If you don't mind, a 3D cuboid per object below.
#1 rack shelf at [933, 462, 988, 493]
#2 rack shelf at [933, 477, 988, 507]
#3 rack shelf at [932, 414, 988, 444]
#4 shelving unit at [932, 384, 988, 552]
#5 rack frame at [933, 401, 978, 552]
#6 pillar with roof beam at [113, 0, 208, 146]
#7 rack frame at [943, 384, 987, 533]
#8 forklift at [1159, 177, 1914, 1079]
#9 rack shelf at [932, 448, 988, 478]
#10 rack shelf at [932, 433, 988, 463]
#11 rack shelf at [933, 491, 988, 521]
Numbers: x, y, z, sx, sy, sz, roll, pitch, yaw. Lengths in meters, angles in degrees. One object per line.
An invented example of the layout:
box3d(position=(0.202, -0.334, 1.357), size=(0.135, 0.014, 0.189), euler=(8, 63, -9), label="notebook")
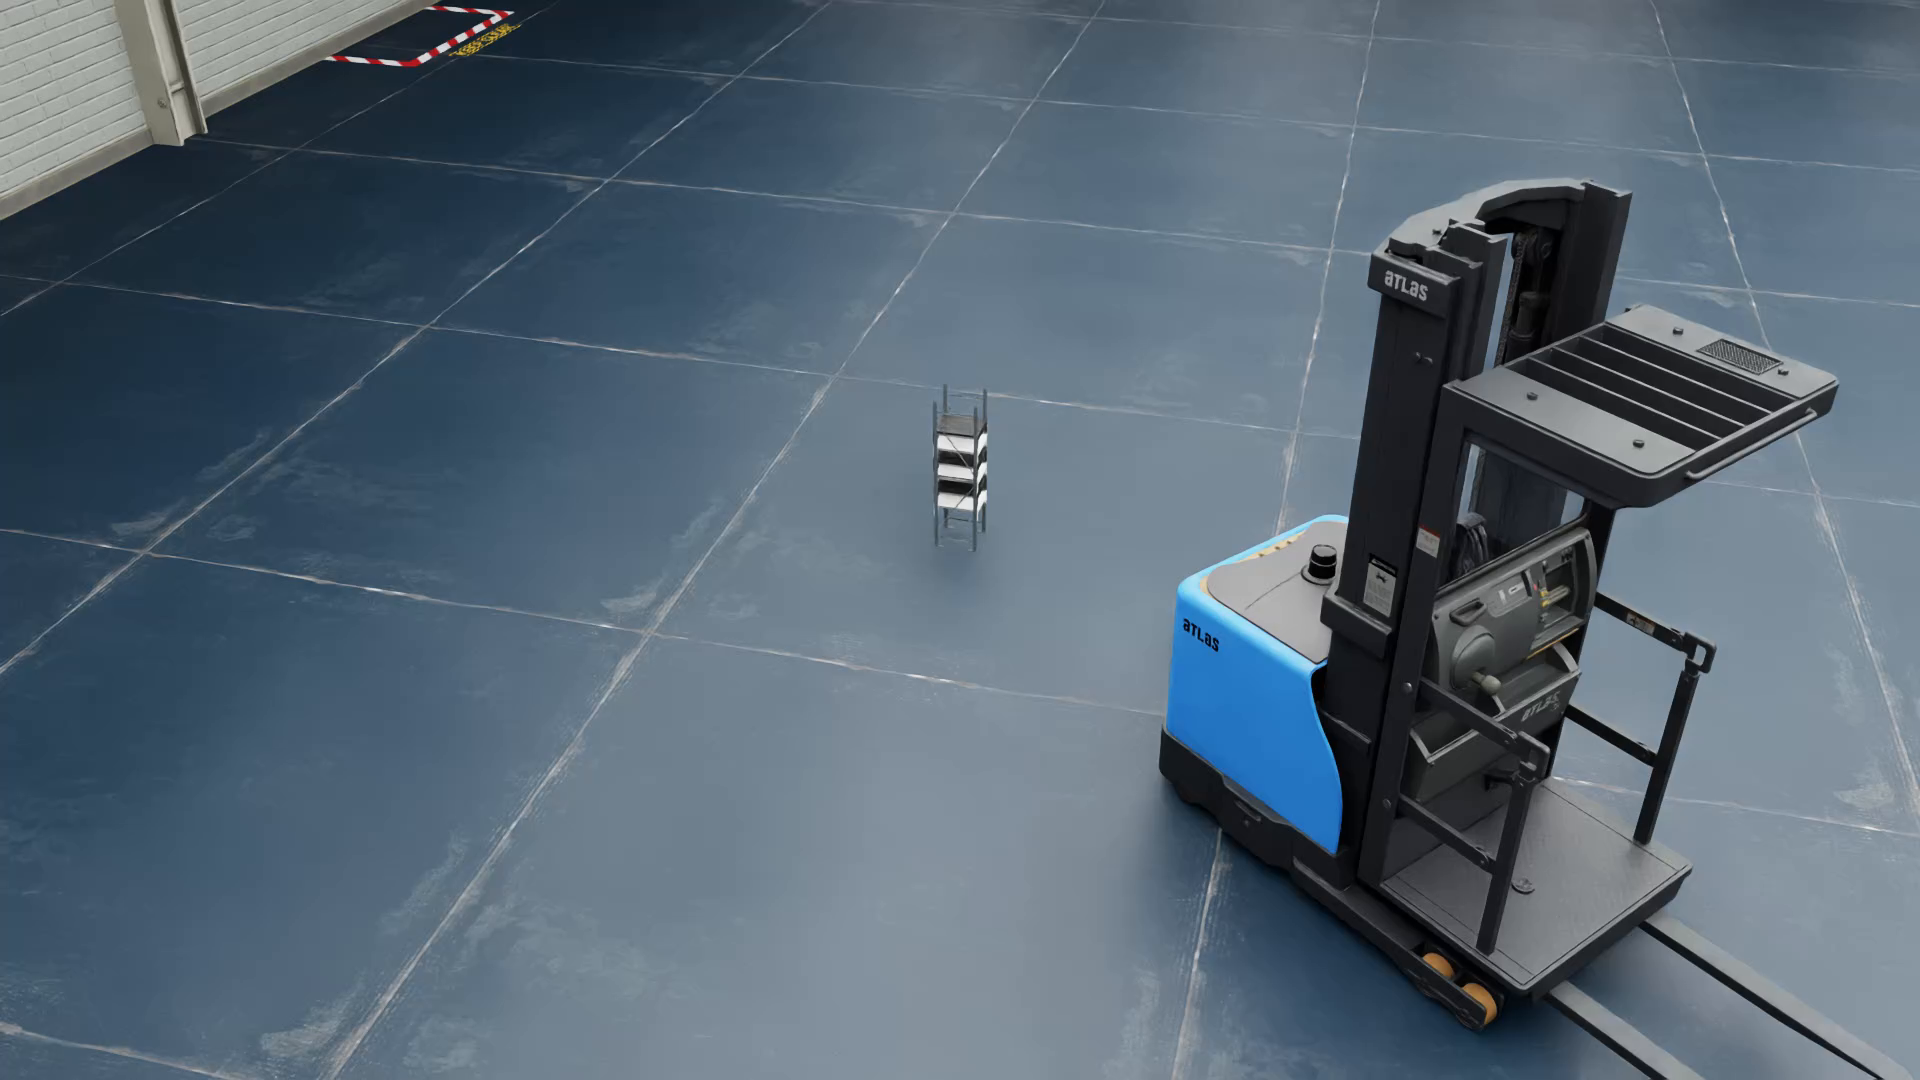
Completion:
box3d(position=(0.002, -0.356, 9.033), size=(0.258, 0.077, 0.200), euler=(8, 33, 12), label="rack shelf")
box3d(position=(0.002, -0.280, 9.081), size=(0.258, 0.077, 0.200), euler=(8, 33, 12), label="rack shelf")
box3d(position=(0.002, -0.584, 8.888), size=(0.258, 0.077, 0.200), euler=(8, 33, 12), label="rack shelf")
box3d(position=(0.002, -0.384, 9.015), size=(0.258, 0.900, 0.210), euler=(8, 33, 12), label="shelving unit")
box3d(position=(-0.024, -0.331, 8.932), size=(0.240, 0.900, 0.006), euler=(8, 33, 12), label="rack frame")
box3d(position=(-2.841, -6.825, 11.599), size=(9.100, 9.000, 0.400), euler=(8, 33, 12), label="pillar with roof beam")
box3d(position=(0.028, -0.437, 9.098), size=(0.240, 0.900, 0.006), euler=(8, 33, 12), label="rack frame")
box3d(position=(2.184, 0.319, 6.016), size=(1.130, 2.935, 3.031), euler=(-22, 39, -31), label="forklift")
box3d(position=(0.002, -0.432, 8.985), size=(0.258, 0.077, 0.200), euler=(8, 33, 12), label="rack shelf")
box3d(position=(0.002, -0.508, 8.937), size=(0.258, 0.077, 0.200), euler=(8, 33, 12), label="rack shelf")
box3d(position=(0.002, -0.204, 9.130), size=(0.258, 0.077, 0.200), euler=(8, 33, 12), label="rack shelf")
